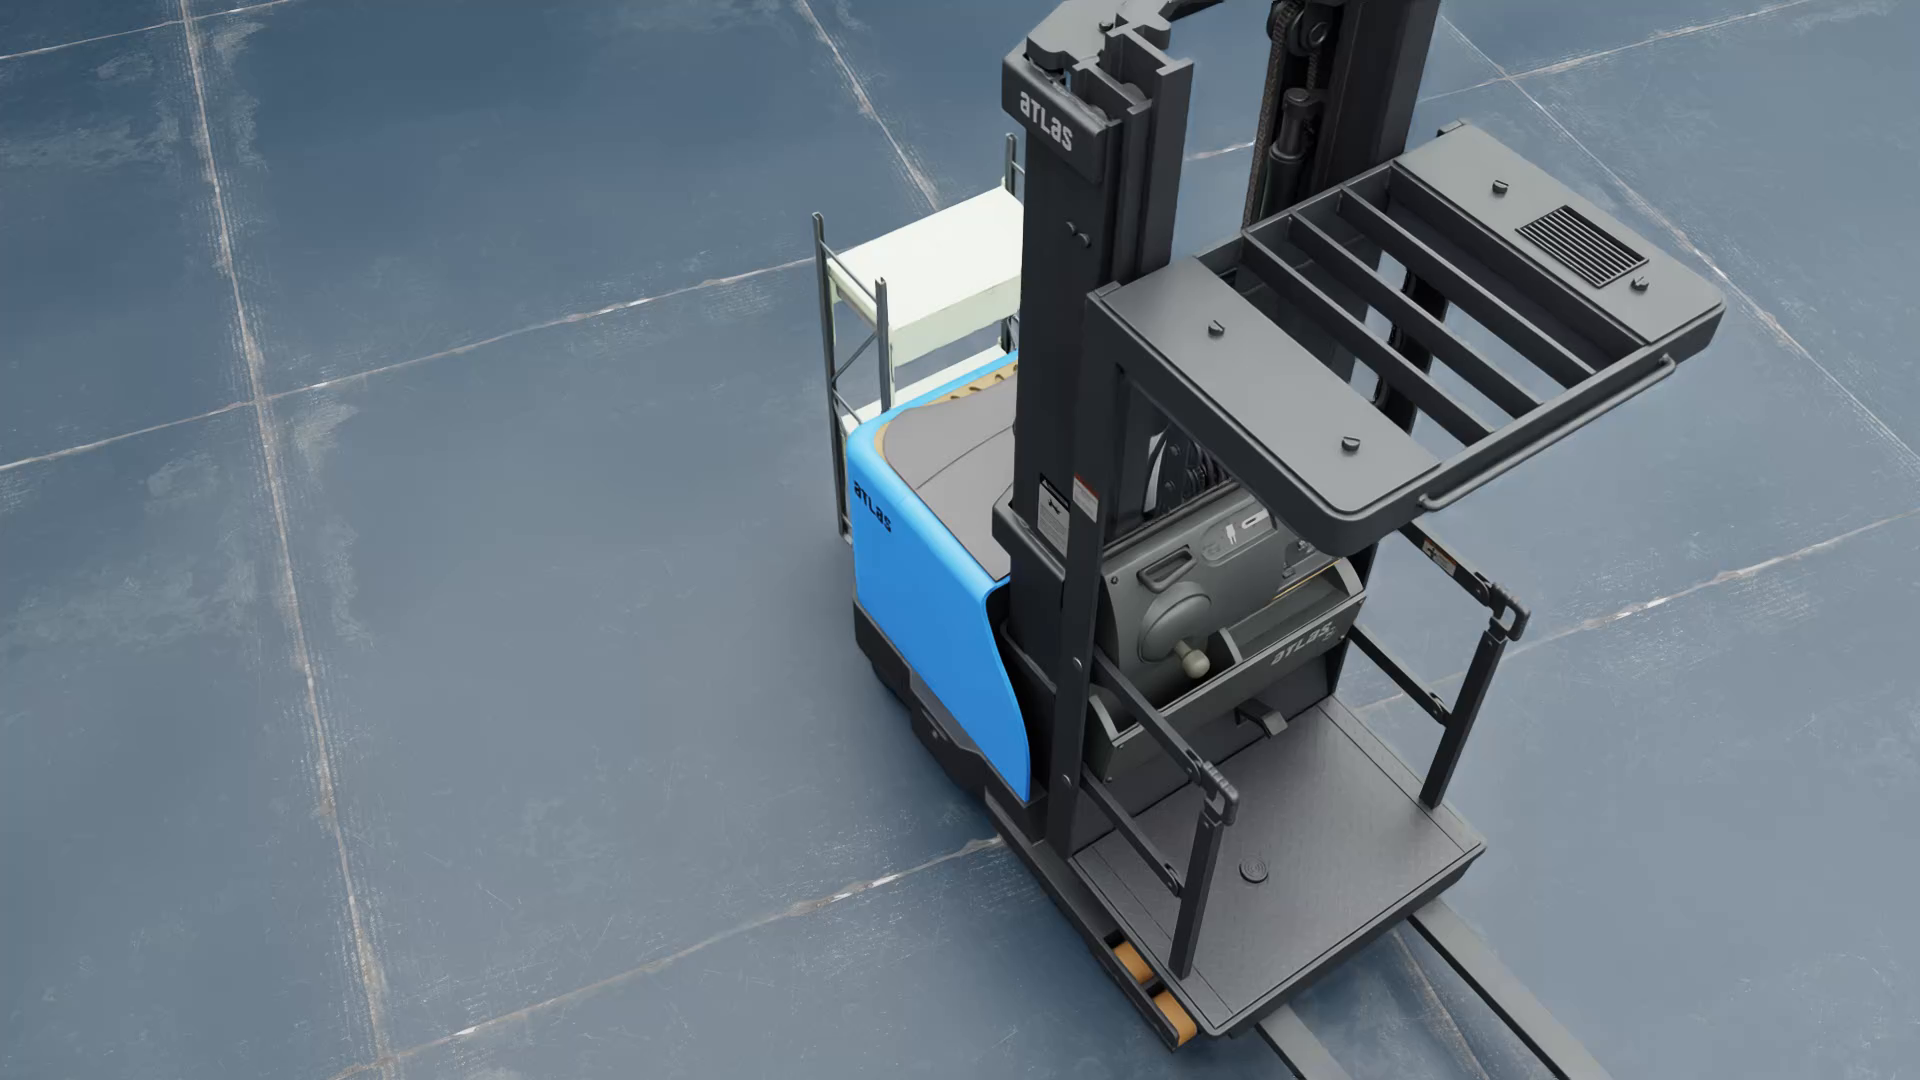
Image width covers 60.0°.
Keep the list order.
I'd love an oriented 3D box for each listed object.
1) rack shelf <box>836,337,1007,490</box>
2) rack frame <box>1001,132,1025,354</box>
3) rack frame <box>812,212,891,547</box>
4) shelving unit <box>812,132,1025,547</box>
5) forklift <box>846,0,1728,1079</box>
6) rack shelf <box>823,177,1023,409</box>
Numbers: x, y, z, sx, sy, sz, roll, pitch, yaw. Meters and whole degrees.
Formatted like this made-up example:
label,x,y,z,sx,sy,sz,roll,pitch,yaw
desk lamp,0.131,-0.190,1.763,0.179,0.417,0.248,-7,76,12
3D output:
label,x,y,z,sx,sy,sz,roll,pitch,yaw
rack shelf,-0.034,-0.341,5.984,0.720,0.370,0.431,-27,55,-21
rack frame,0.269,-0.708,5.870,0.023,1.500,0.400,-27,55,-21
rack frame,-0.338,-0.398,5.603,0.023,1.500,0.400,-27,55,-21
shelving unit,-0.034,-0.553,5.736,0.755,1.500,0.431,-27,55,-21
forklift,0.879,0.125,4.210,1.130,2.935,3.031,-27,55,-22
rack shelf,-0.034,-0.807,5.440,0.720,0.370,0.431,-27,55,-21
